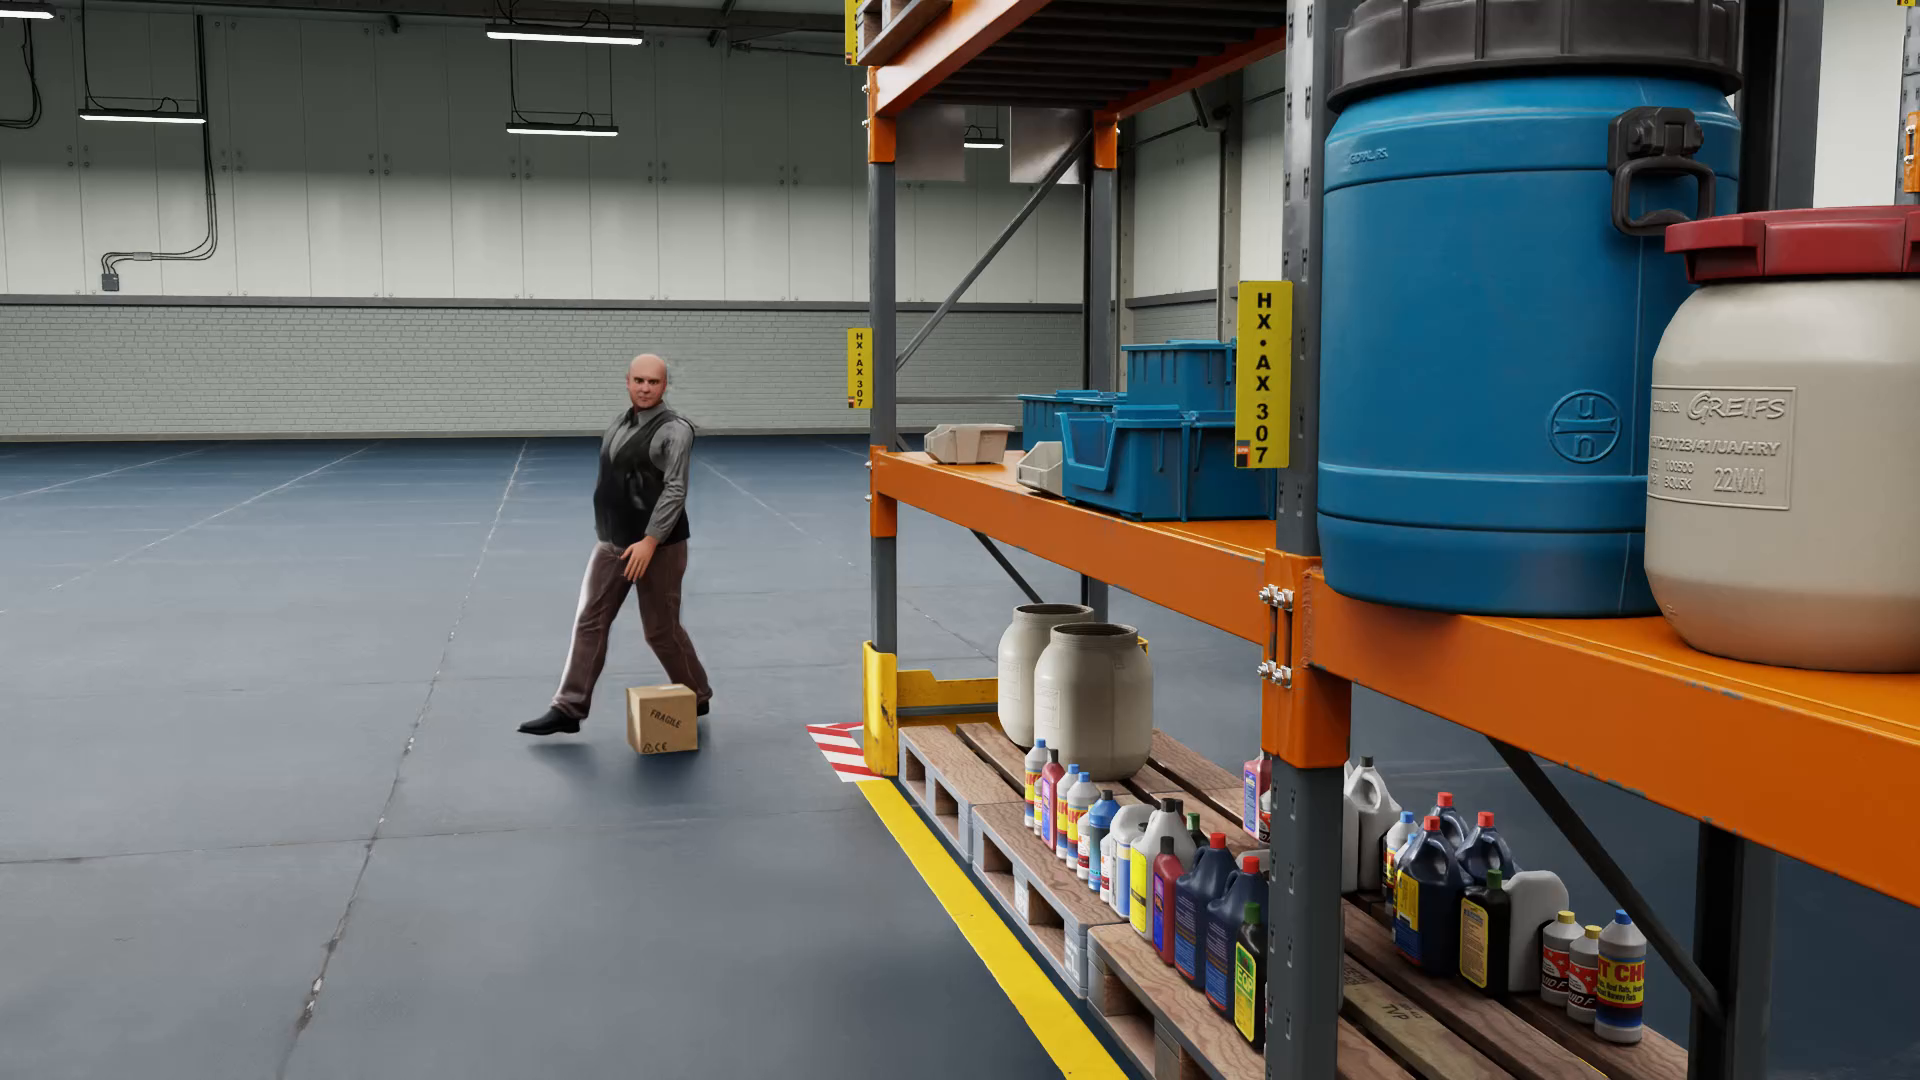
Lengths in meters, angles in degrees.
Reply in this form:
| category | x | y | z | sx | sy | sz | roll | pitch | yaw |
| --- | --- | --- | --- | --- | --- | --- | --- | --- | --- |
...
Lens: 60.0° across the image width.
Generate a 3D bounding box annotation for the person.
| category | x | y | z | sx | sy | sz | roll | pitch | yaw |
| --- | --- | --- | --- | --- | --- | --- | --- | --- | --- |
| person | -1.447 | 0.020 | 7.309 | 0.575 | 1.667 | 0.913 | 5 | 8 | 38 |
